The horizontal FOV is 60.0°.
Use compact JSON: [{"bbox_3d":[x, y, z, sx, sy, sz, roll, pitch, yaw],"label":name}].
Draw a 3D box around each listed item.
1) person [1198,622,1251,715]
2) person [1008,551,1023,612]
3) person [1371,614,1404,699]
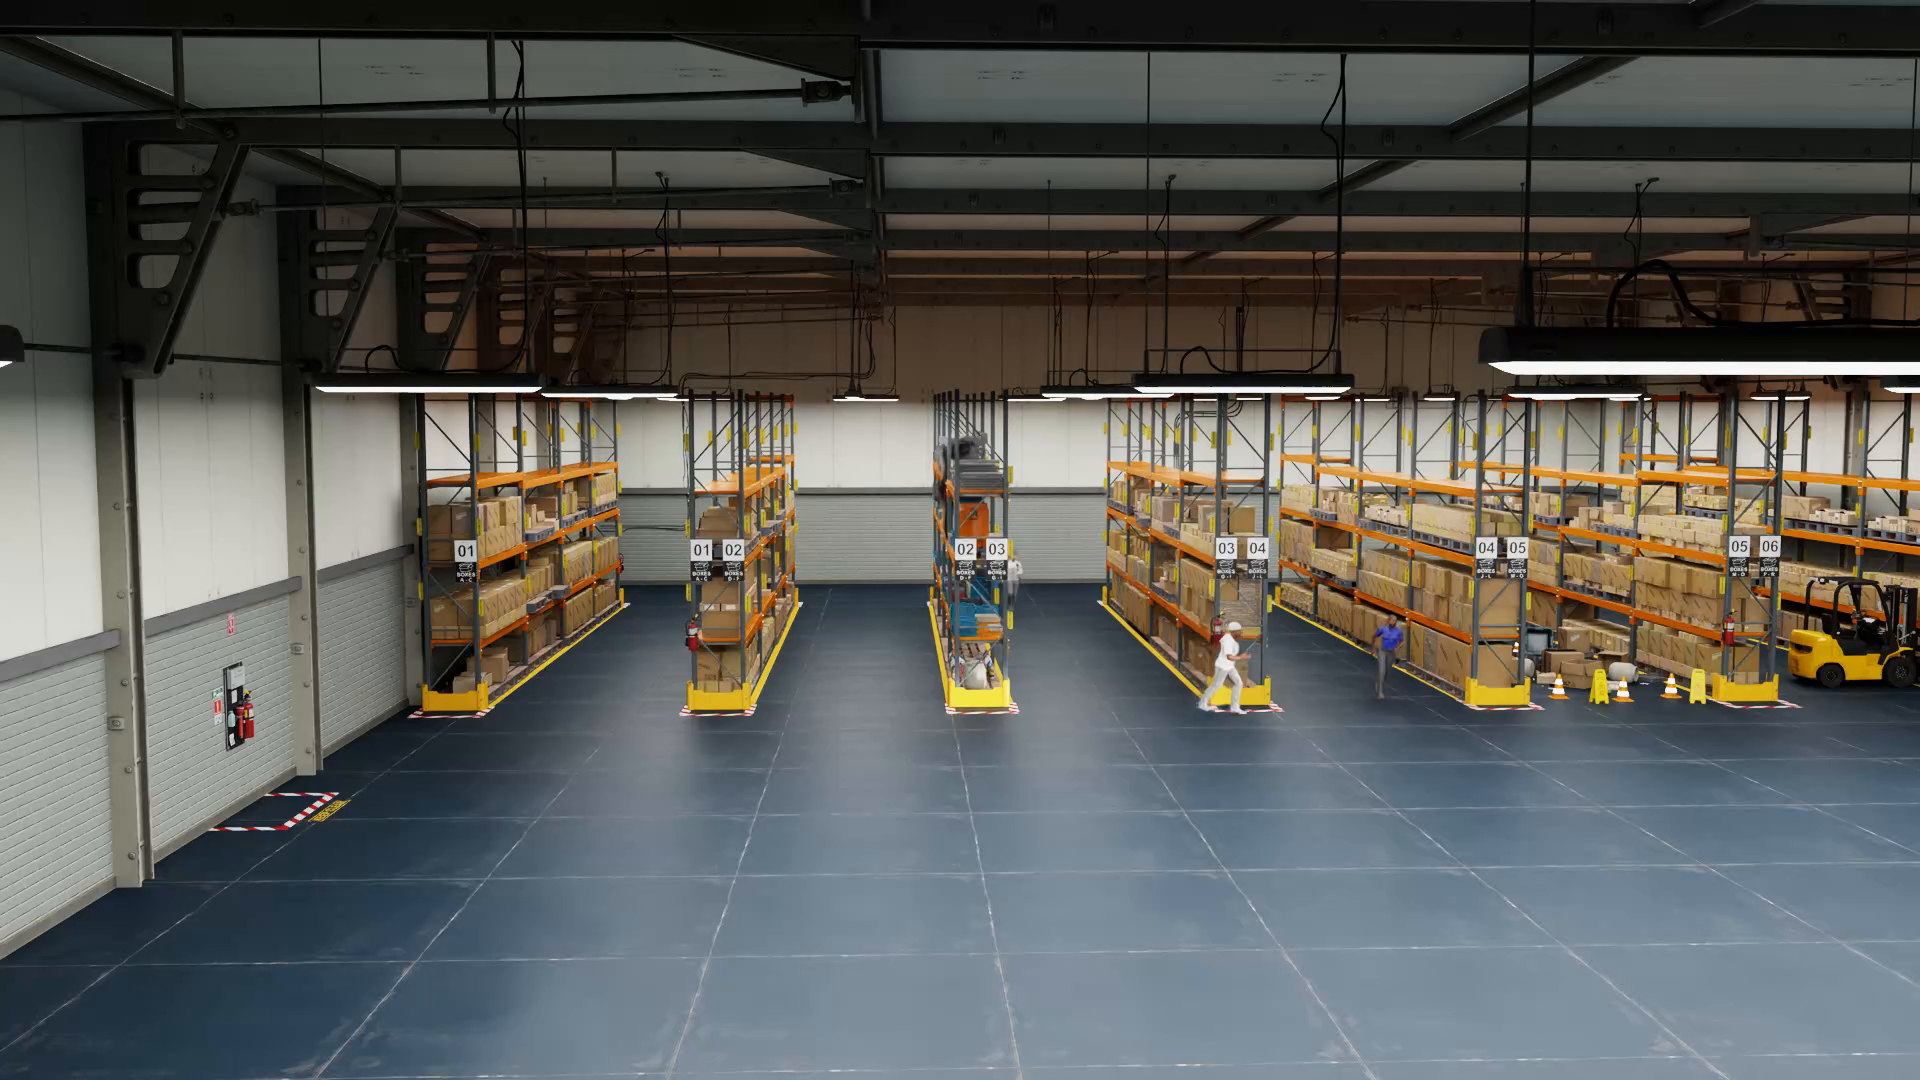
[{"bbox_3d":[4.887,2.357,30.617,0.993,1.728,0.722,2,5,24],"label":"person"},{"bbox_3d":[1.449,1.152,45.752,0.575,1.718,0.686,-1,5,-13],"label":"person"},{"bbox_3d":[8.323,2.241,32.366,0.625,1.583,0.991,0,5,-1],"label":"person"}]
